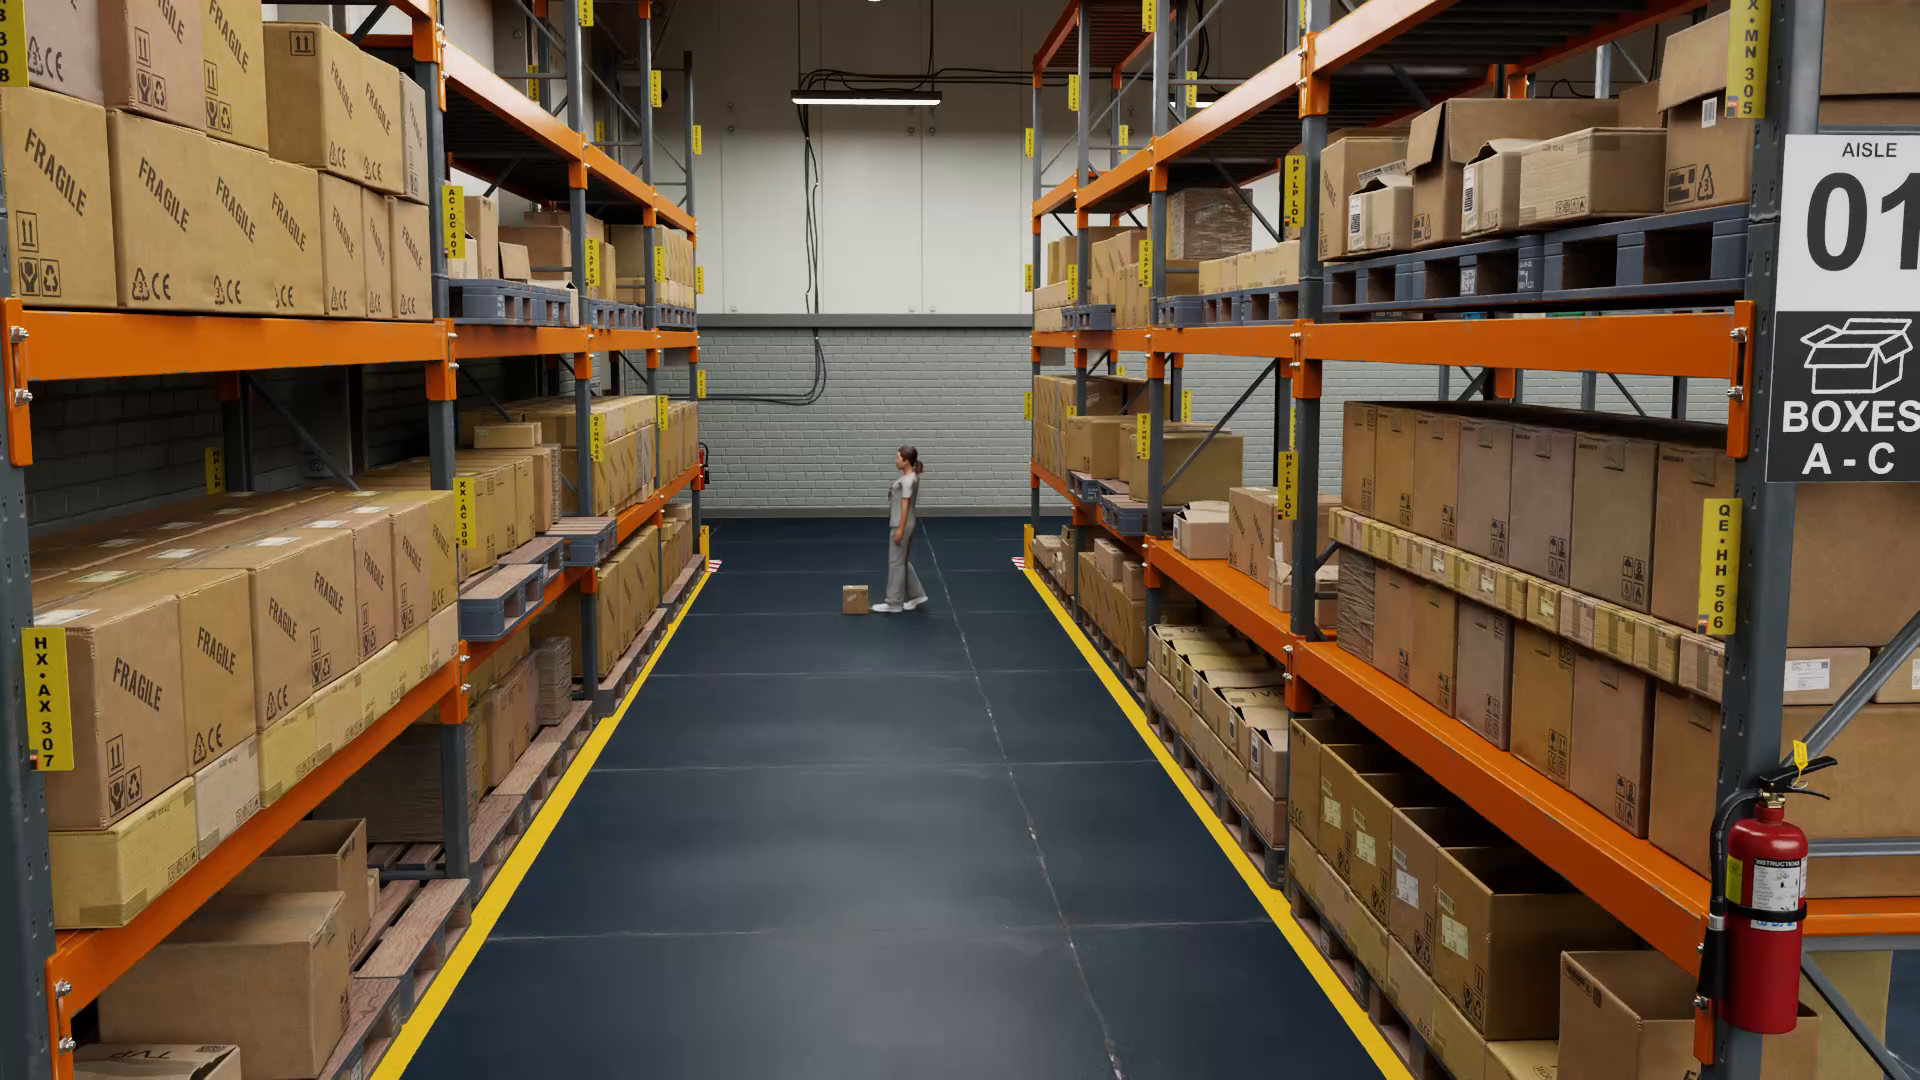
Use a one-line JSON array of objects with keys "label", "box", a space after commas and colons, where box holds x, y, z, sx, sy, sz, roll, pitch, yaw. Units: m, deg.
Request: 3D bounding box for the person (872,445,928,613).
[{"label": "person", "box": [-0.604, -0.109, 16.668, 0.540, 1.680, 0.487, 0, 7, 4]}]
